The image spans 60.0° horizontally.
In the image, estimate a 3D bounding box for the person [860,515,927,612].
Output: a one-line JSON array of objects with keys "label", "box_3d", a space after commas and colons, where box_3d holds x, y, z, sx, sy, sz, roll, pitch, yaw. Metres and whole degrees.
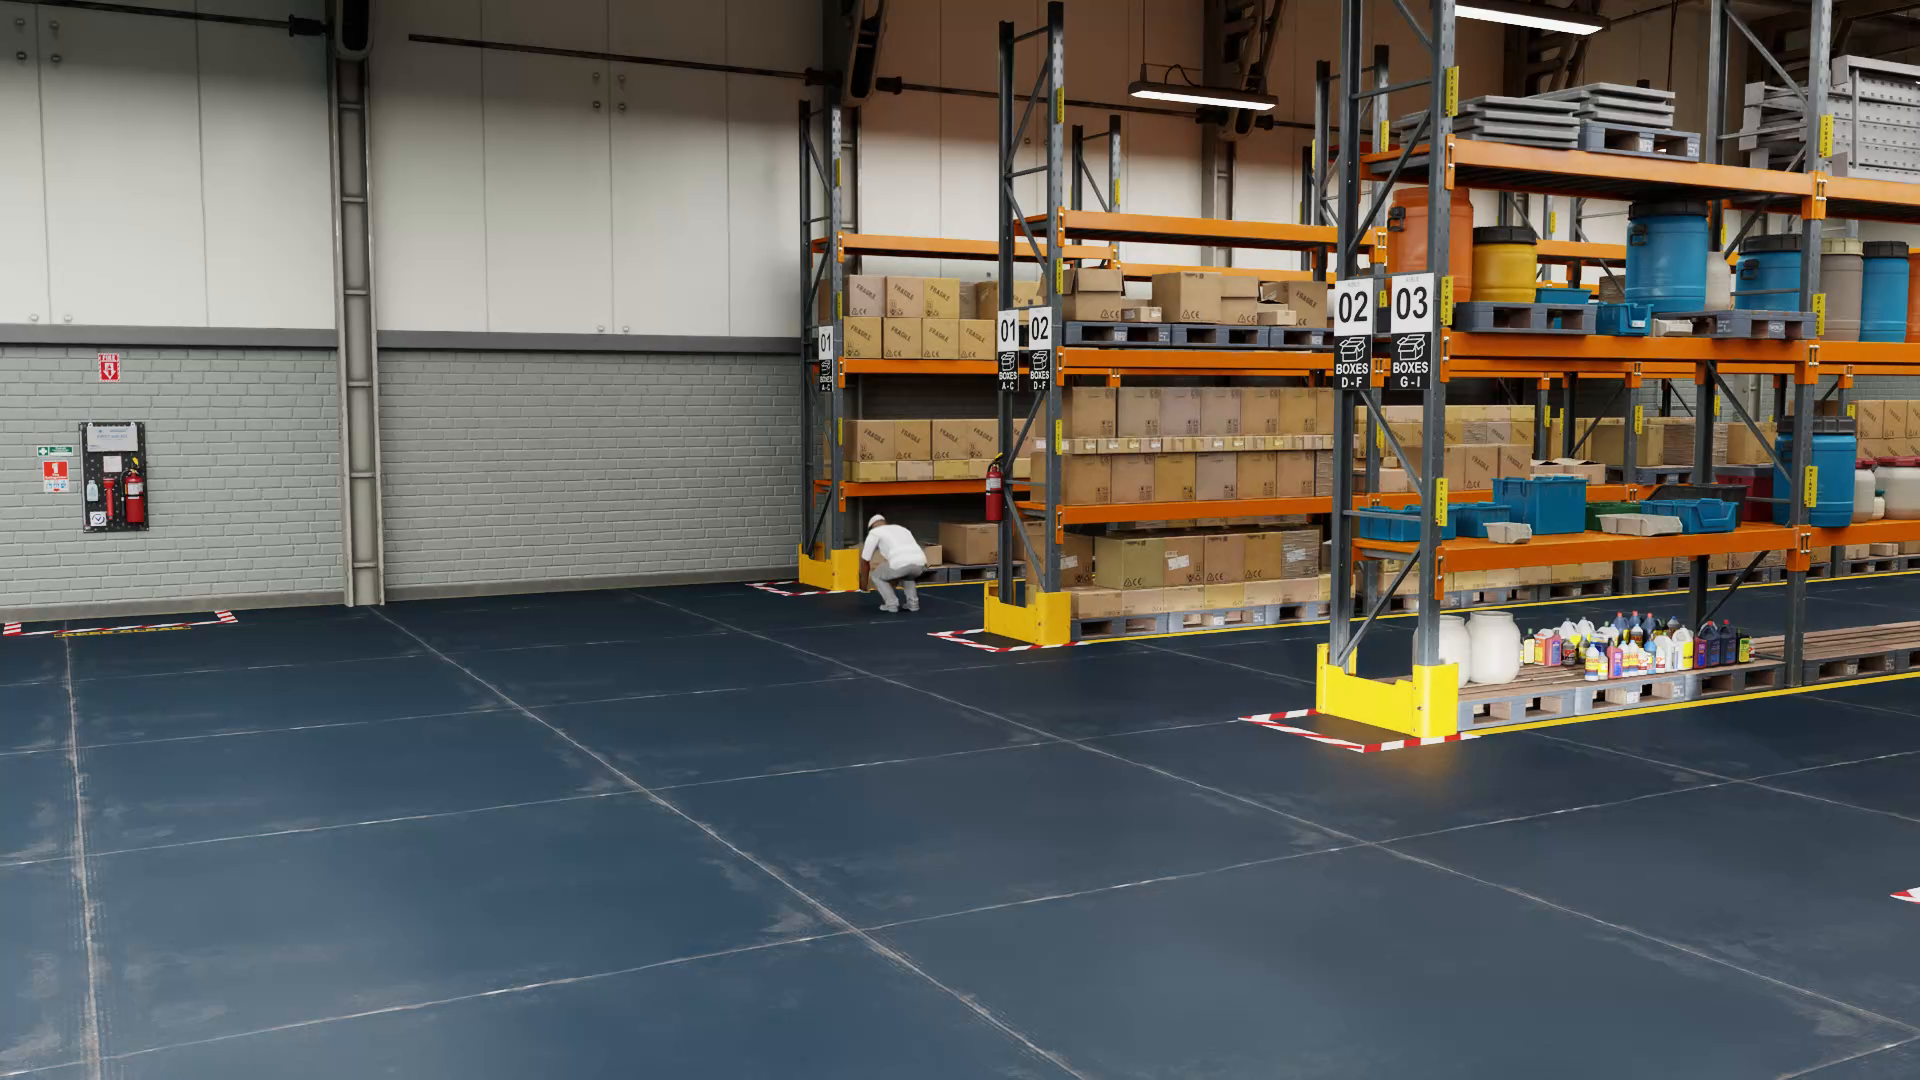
[{"label": "person", "box_3d": [-0.754, 0.256, 18.398, 0.587, 1.040, 0.888, -3, 6, -29]}]
